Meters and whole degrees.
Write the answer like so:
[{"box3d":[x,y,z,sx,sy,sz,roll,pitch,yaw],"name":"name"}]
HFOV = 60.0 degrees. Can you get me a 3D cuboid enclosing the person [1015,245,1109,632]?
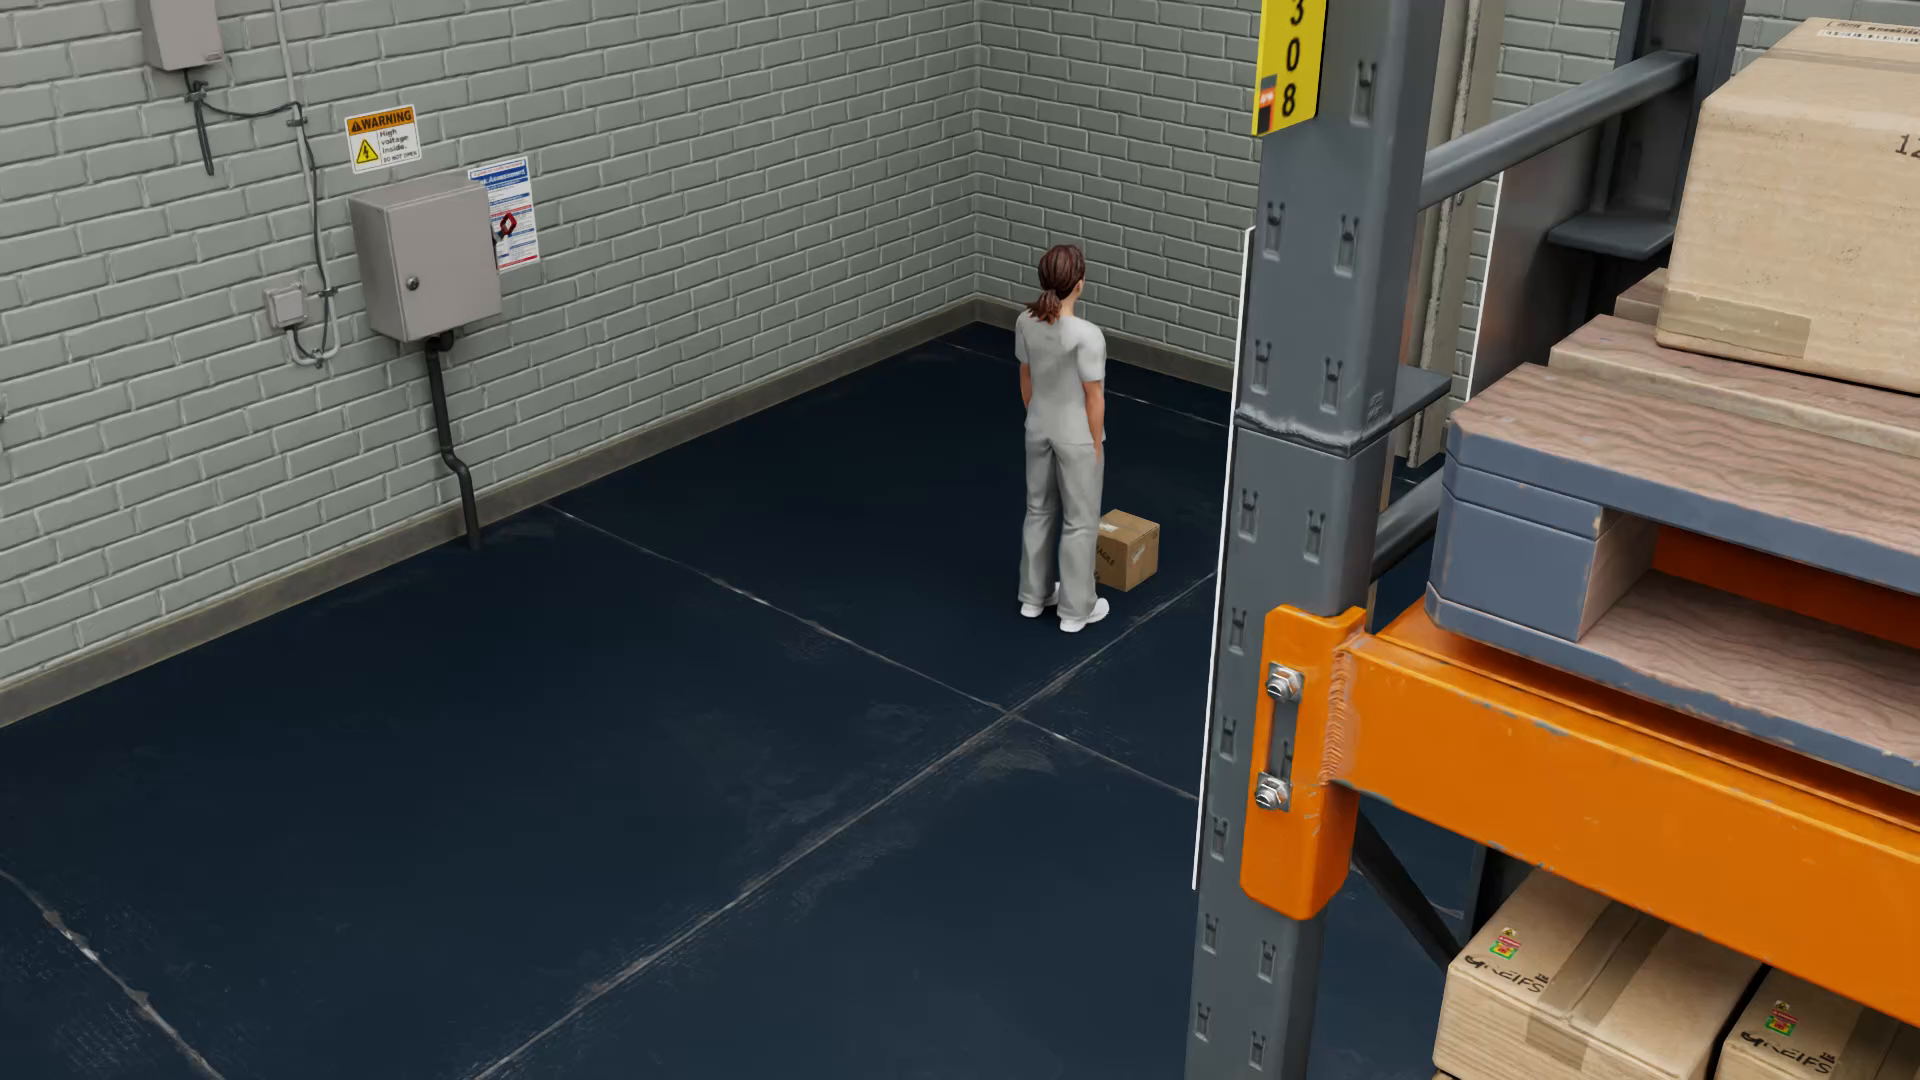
[{"box3d":[0.423,-0.418,6.930,0.440,1.676,0.381,22,35,36],"name":"person"}]
